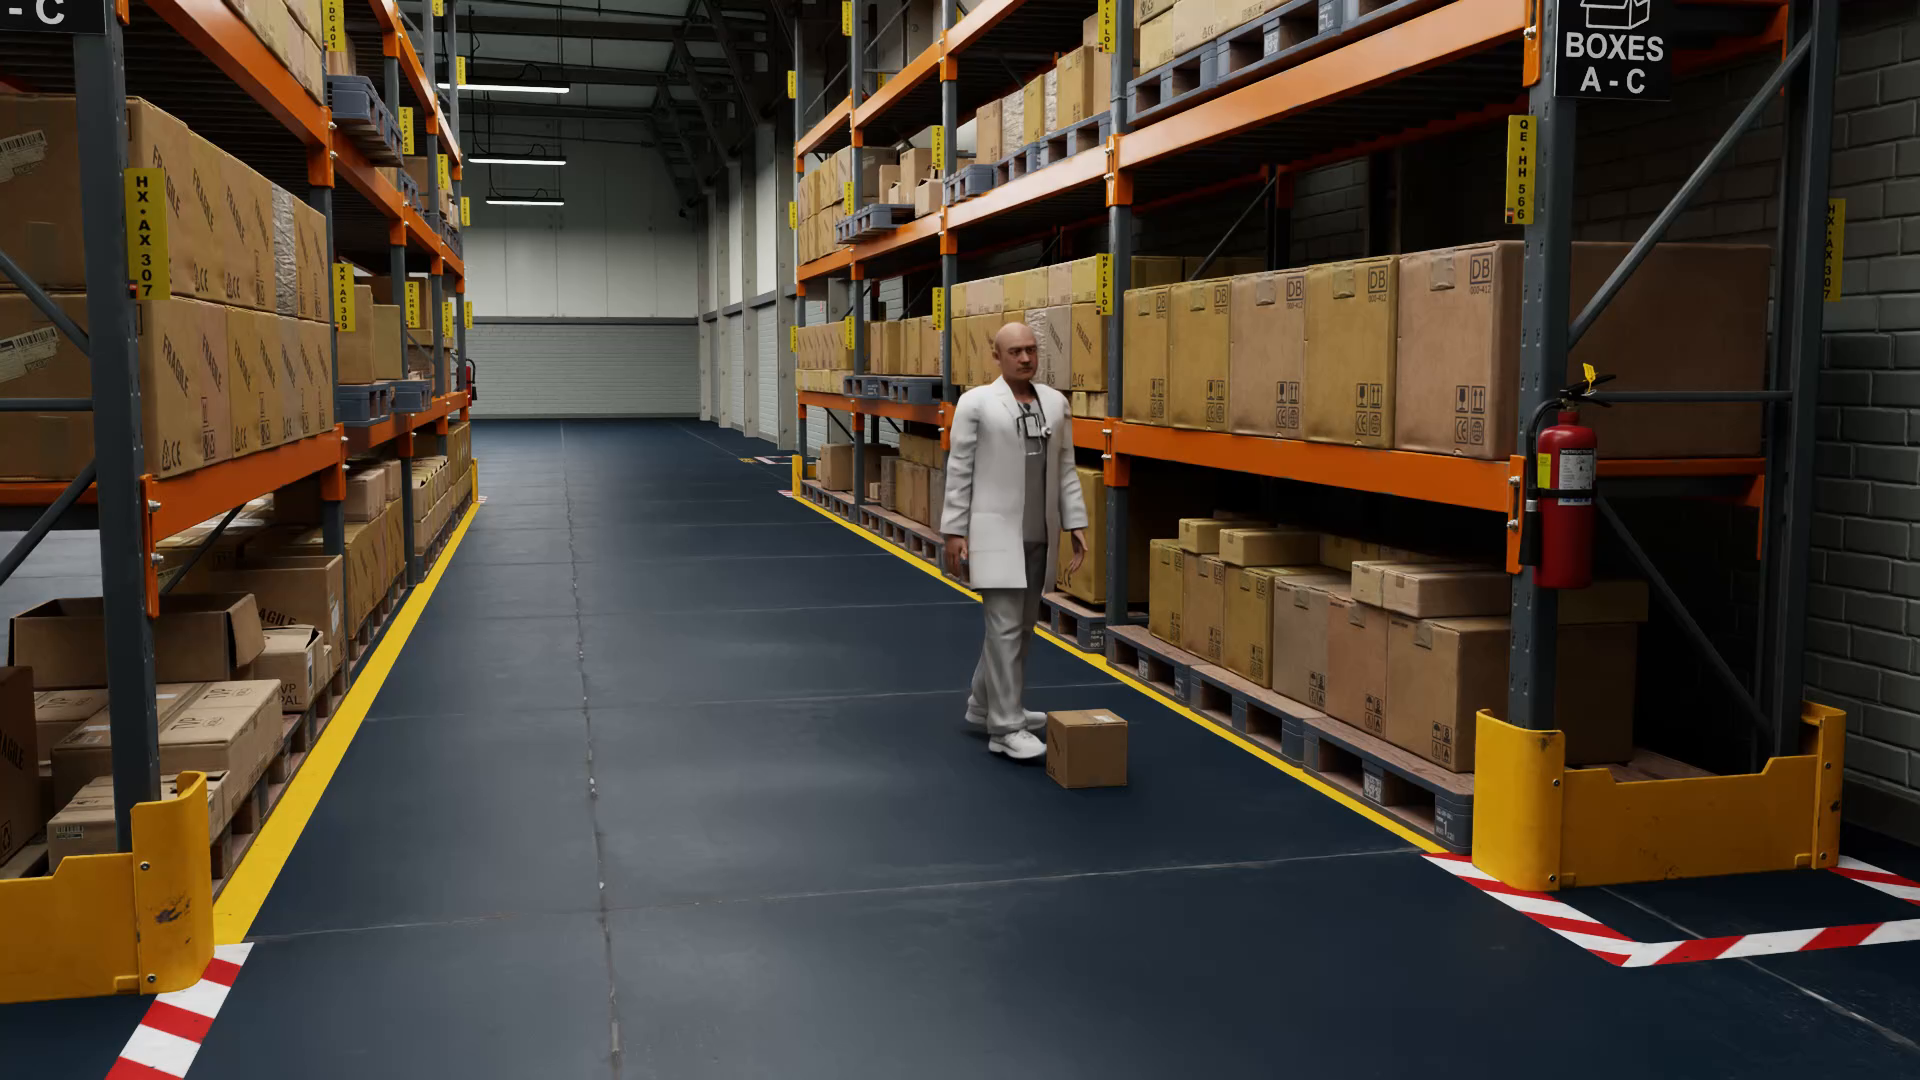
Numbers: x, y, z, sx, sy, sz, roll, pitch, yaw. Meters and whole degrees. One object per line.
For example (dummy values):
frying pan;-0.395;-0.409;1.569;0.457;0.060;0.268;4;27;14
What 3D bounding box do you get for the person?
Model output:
person;0.251;-0.017;6.961;0.585;1.774;0.738;-4;7;-35
